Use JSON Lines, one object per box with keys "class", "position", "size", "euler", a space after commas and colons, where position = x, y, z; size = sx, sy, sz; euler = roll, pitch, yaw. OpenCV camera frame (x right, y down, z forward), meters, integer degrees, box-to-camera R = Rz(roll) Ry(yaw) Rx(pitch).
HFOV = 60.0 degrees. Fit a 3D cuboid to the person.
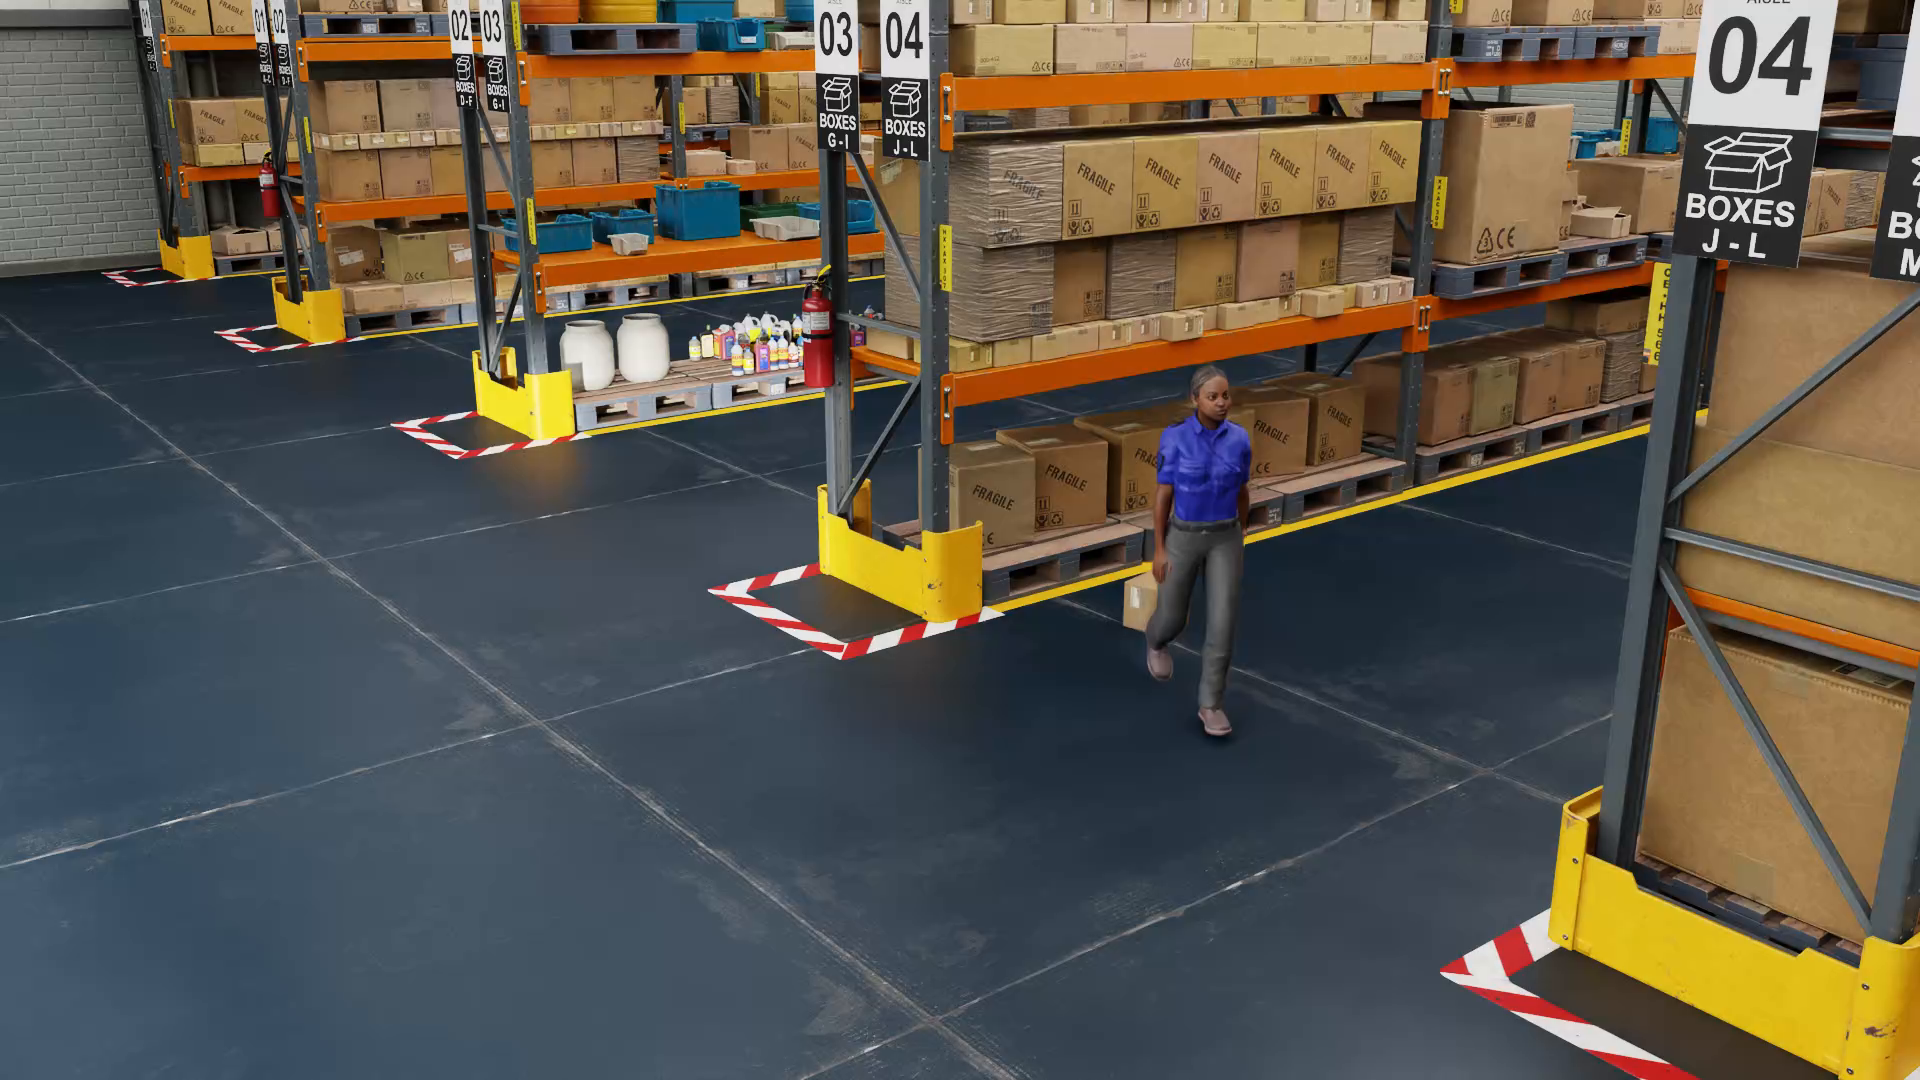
{"class": "person", "position": [1.075, 0.002, 7.505], "size": [0.448, 1.626, 0.753], "euler": [-2, 18, -6]}
